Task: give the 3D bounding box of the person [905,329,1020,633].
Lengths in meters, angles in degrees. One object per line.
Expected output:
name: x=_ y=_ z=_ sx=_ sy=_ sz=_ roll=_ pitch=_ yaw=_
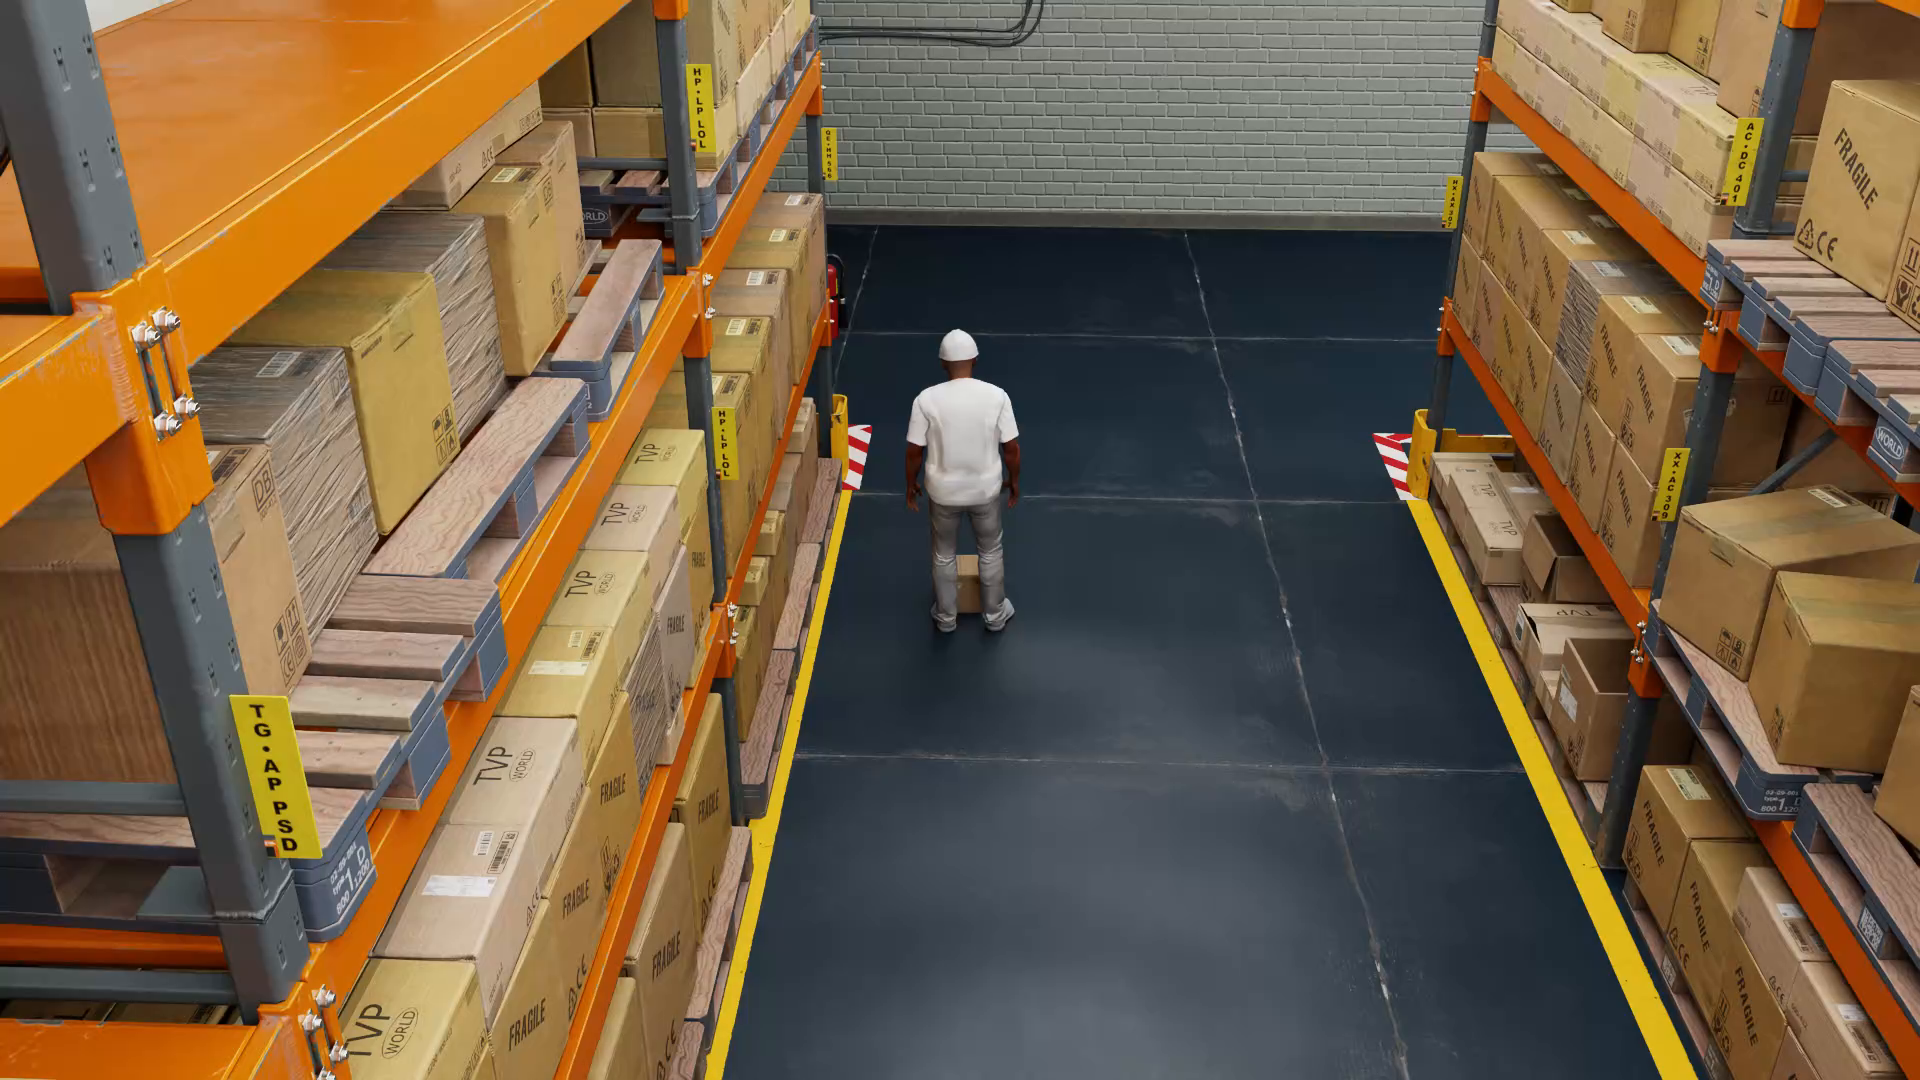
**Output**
person: x=0.017 y=-0.306 z=9.180 sx=0.636 sy=1.761 sz=0.454 roll=-1 pitch=28 yaw=-2
